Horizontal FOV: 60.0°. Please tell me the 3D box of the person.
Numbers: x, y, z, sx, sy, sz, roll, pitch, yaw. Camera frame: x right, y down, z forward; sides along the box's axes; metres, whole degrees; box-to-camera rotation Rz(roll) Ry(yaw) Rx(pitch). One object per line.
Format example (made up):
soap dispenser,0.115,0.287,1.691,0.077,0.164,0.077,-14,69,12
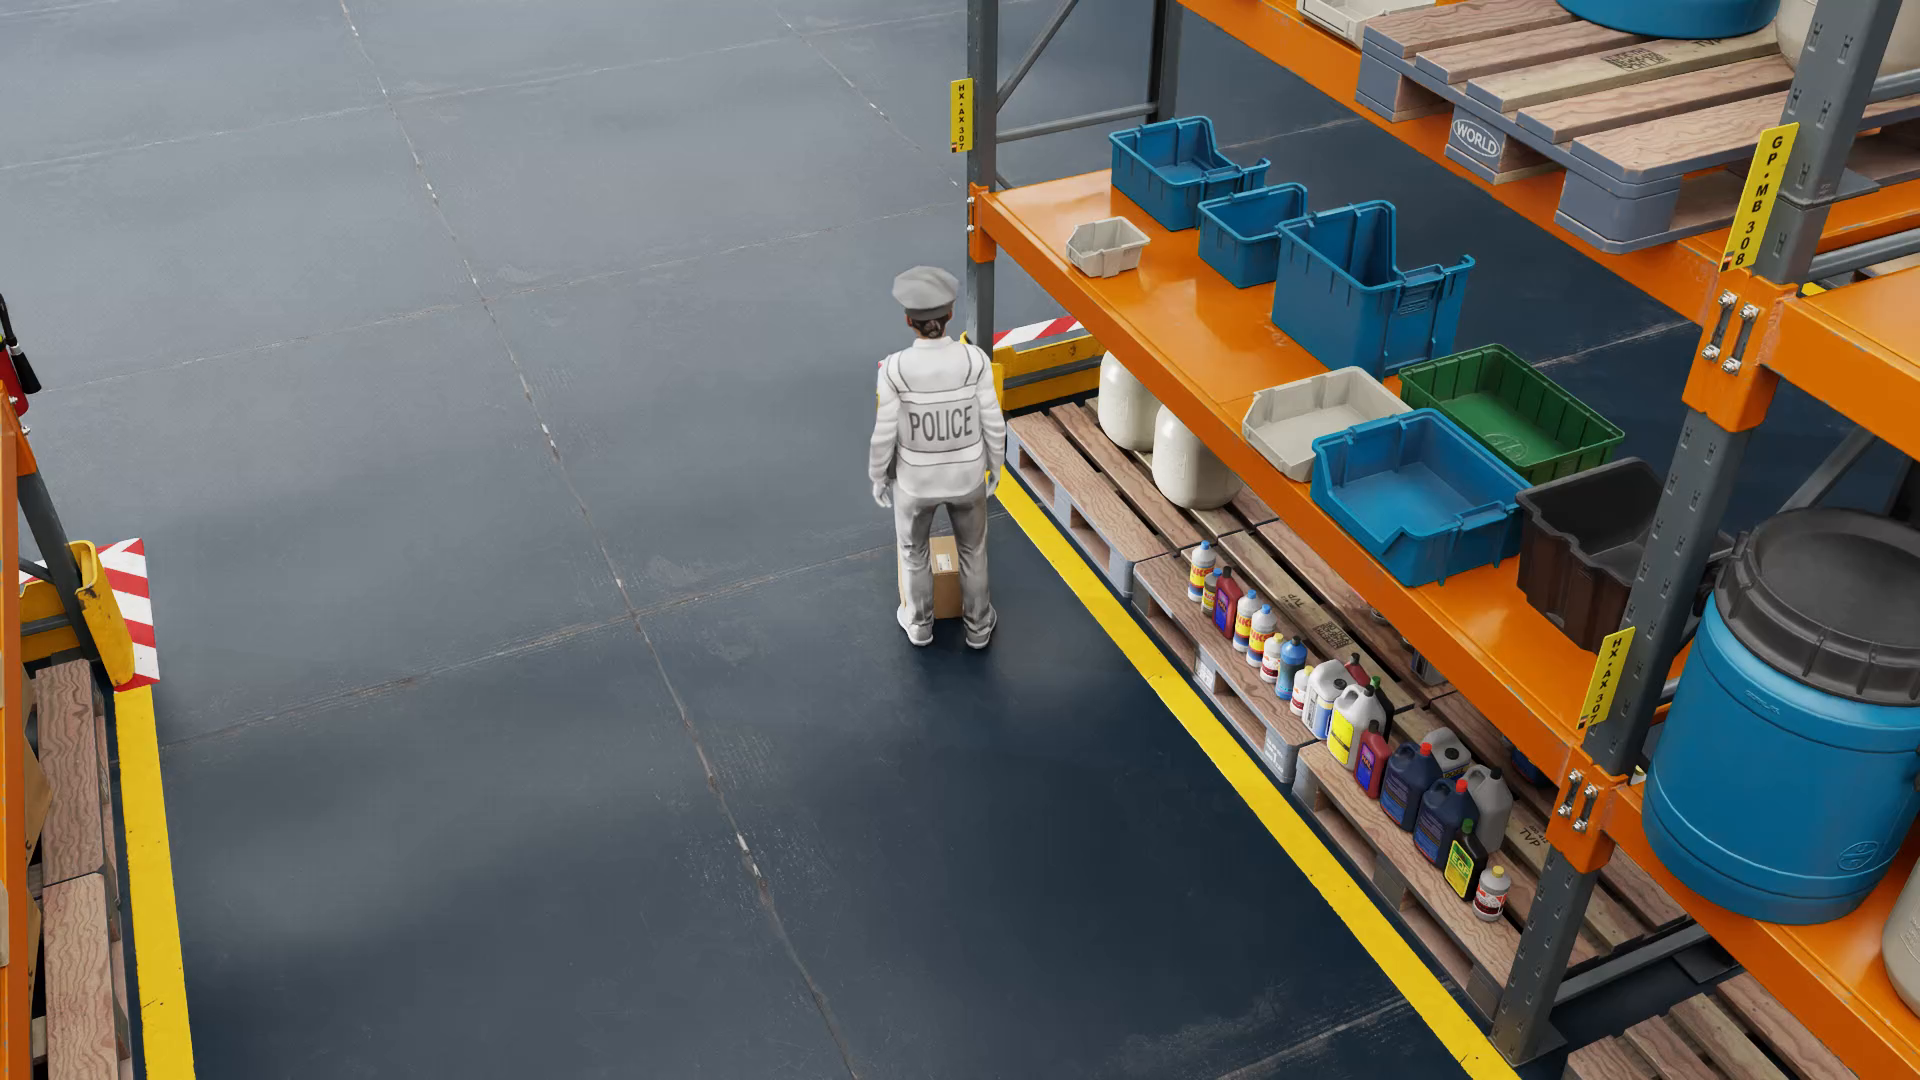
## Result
person,-0.092,-0.262,6.490,0.532,1.663,0.414,-6,38,-7
